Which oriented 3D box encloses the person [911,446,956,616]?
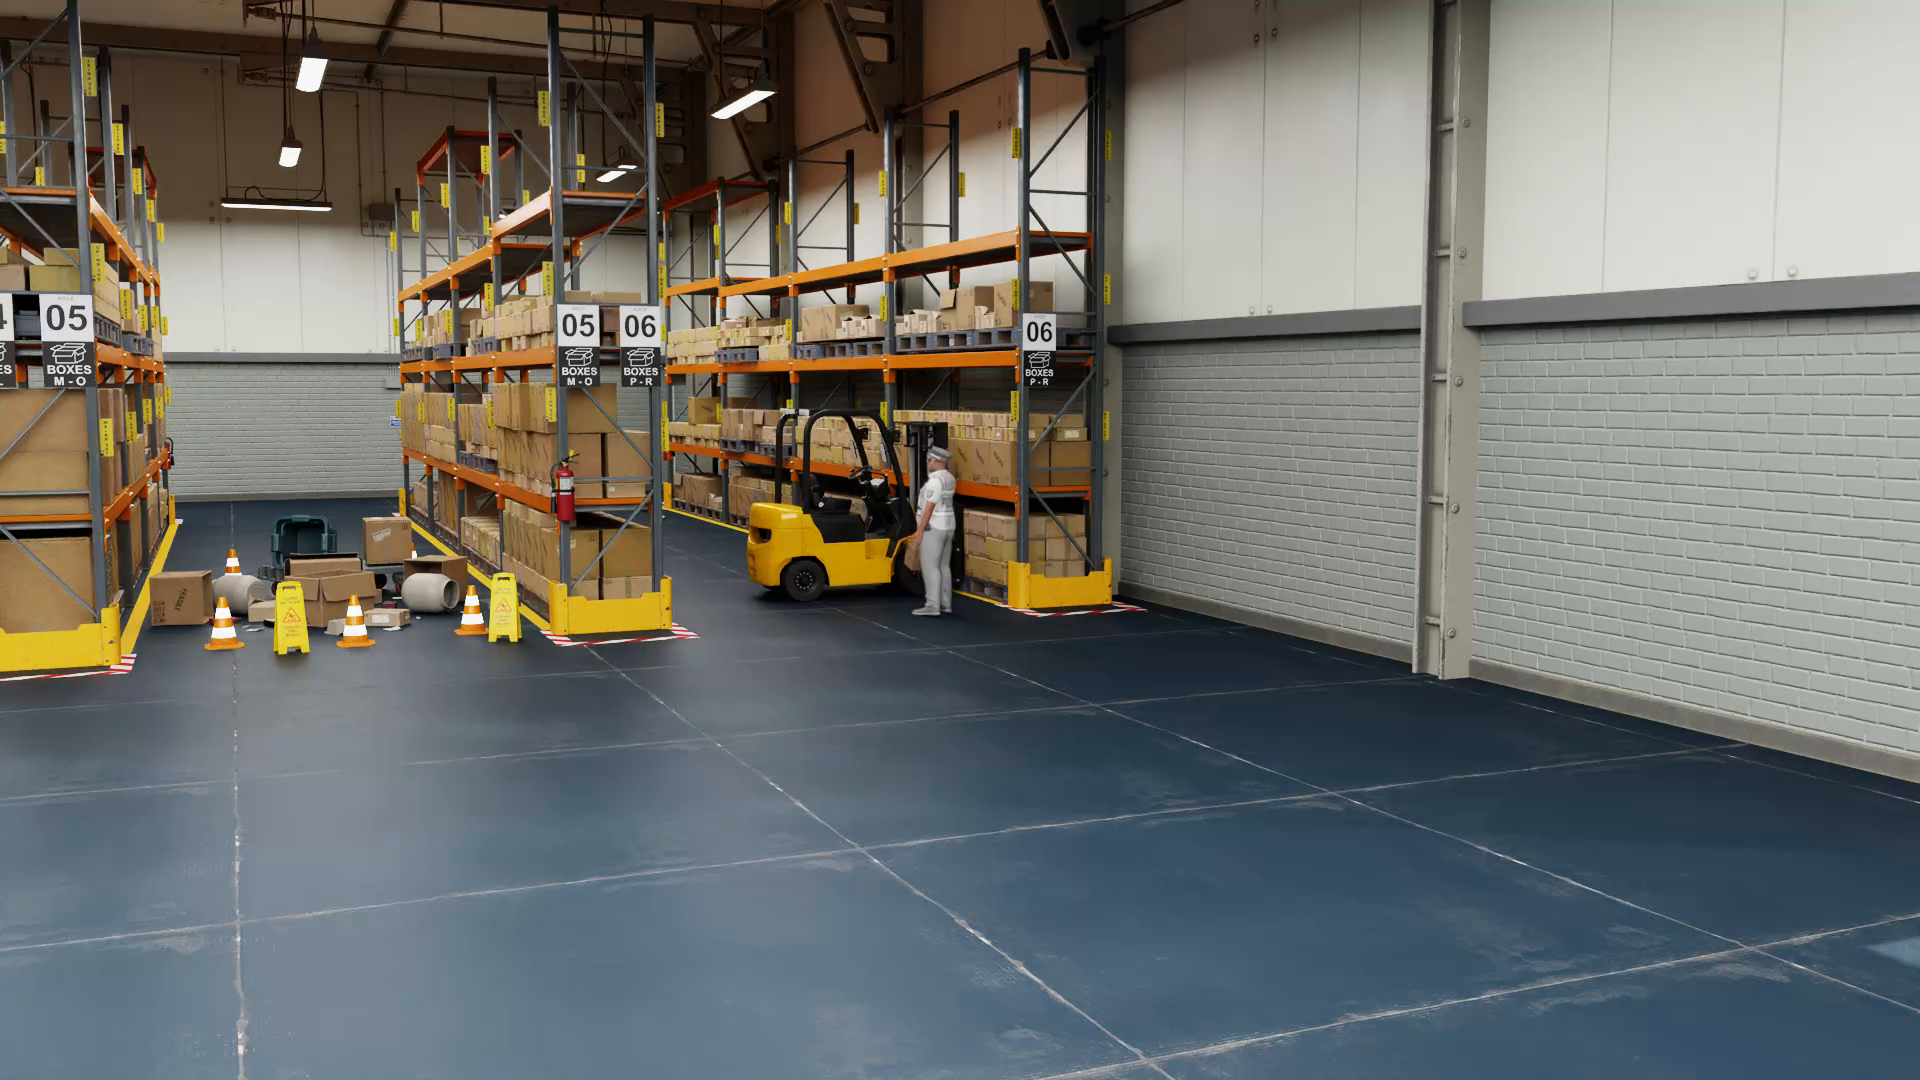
[{"bbox_3d":[-0.272,-0.102,17.520,0.435,1.783,0.611,2,6,22],"label":"person"}]
